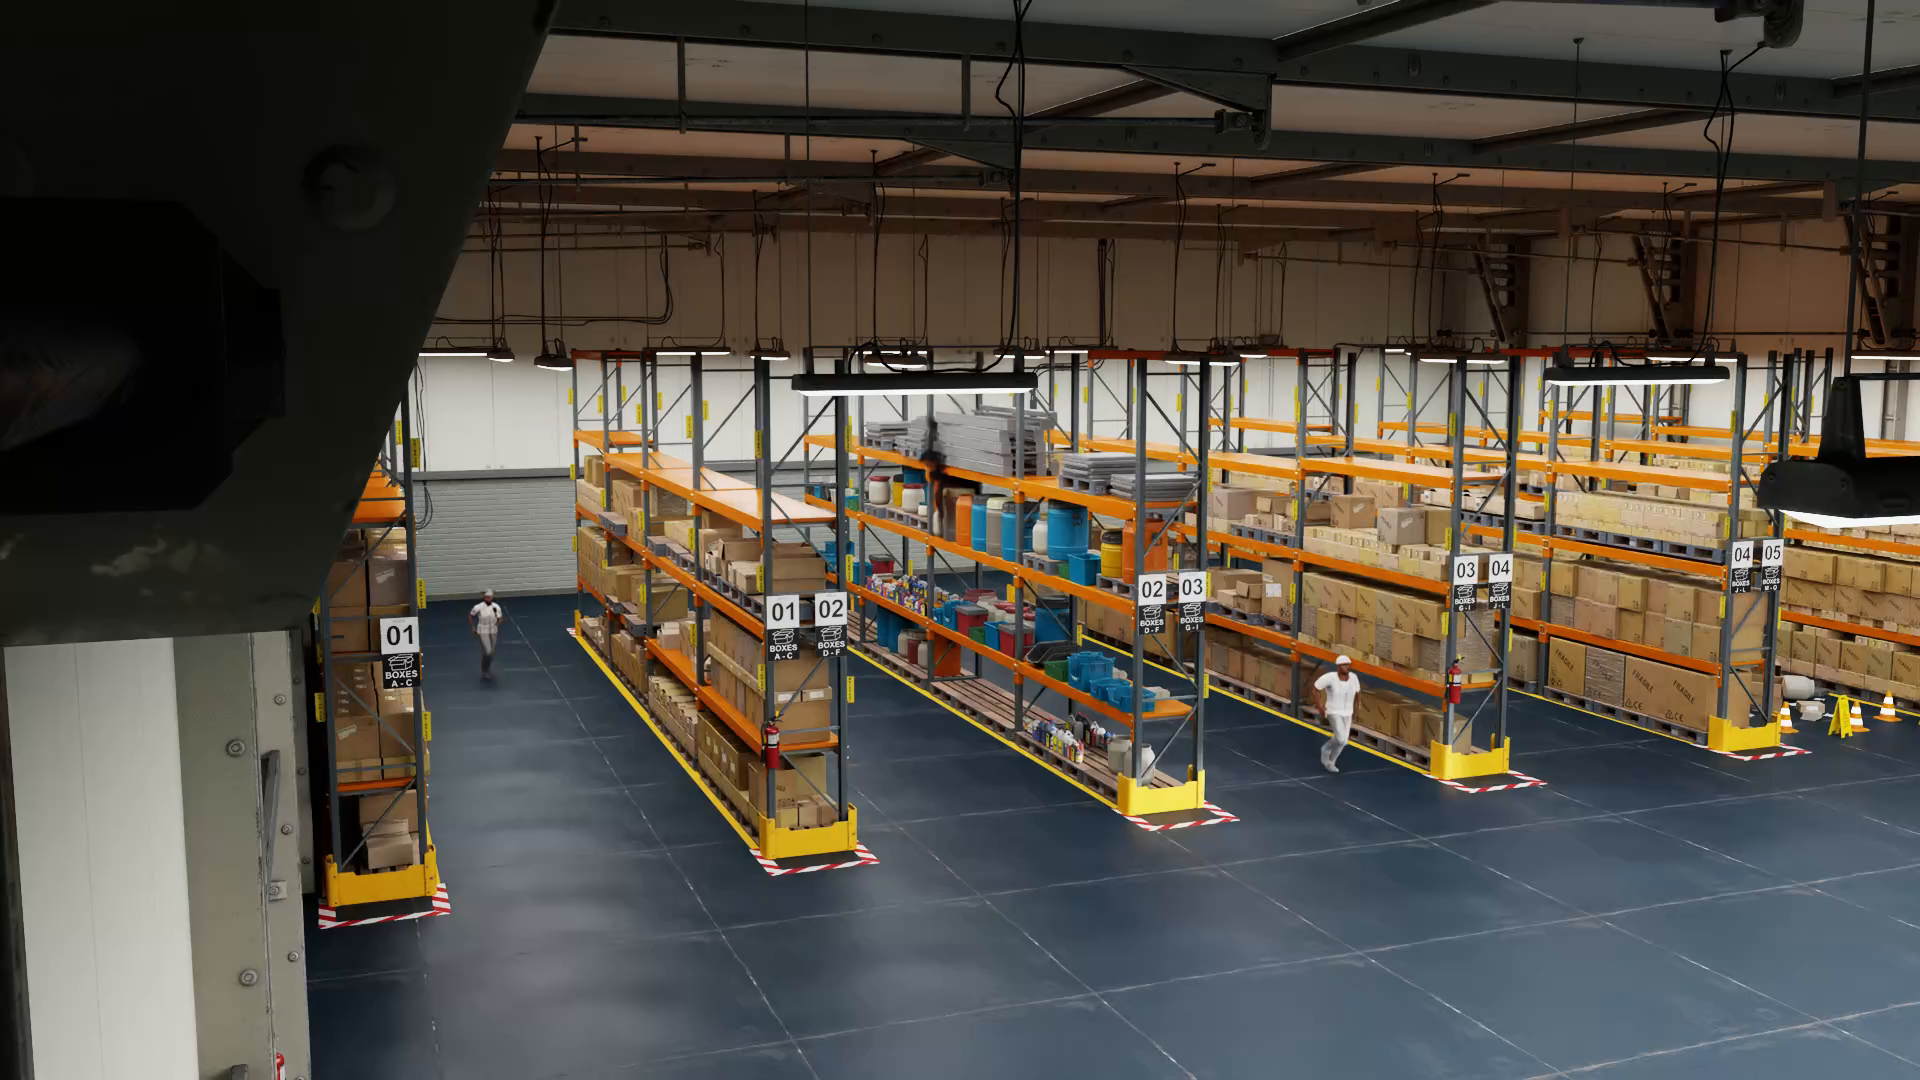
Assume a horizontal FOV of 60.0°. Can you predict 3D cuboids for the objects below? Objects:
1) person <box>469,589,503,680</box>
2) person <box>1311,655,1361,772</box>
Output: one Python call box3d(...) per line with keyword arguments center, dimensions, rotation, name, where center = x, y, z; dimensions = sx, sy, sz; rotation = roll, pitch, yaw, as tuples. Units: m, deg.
box3d(center=(-8.633, 1.726, 30.422), dimensions=(0.538, 1.687, 0.757), rotation=(-5, 9, -37), name="person")
box3d(center=(5.482, 2.506, 23.947), dimensions=(0.705, 1.713, 0.564), rotation=(-3, 8, -21), name="person")
